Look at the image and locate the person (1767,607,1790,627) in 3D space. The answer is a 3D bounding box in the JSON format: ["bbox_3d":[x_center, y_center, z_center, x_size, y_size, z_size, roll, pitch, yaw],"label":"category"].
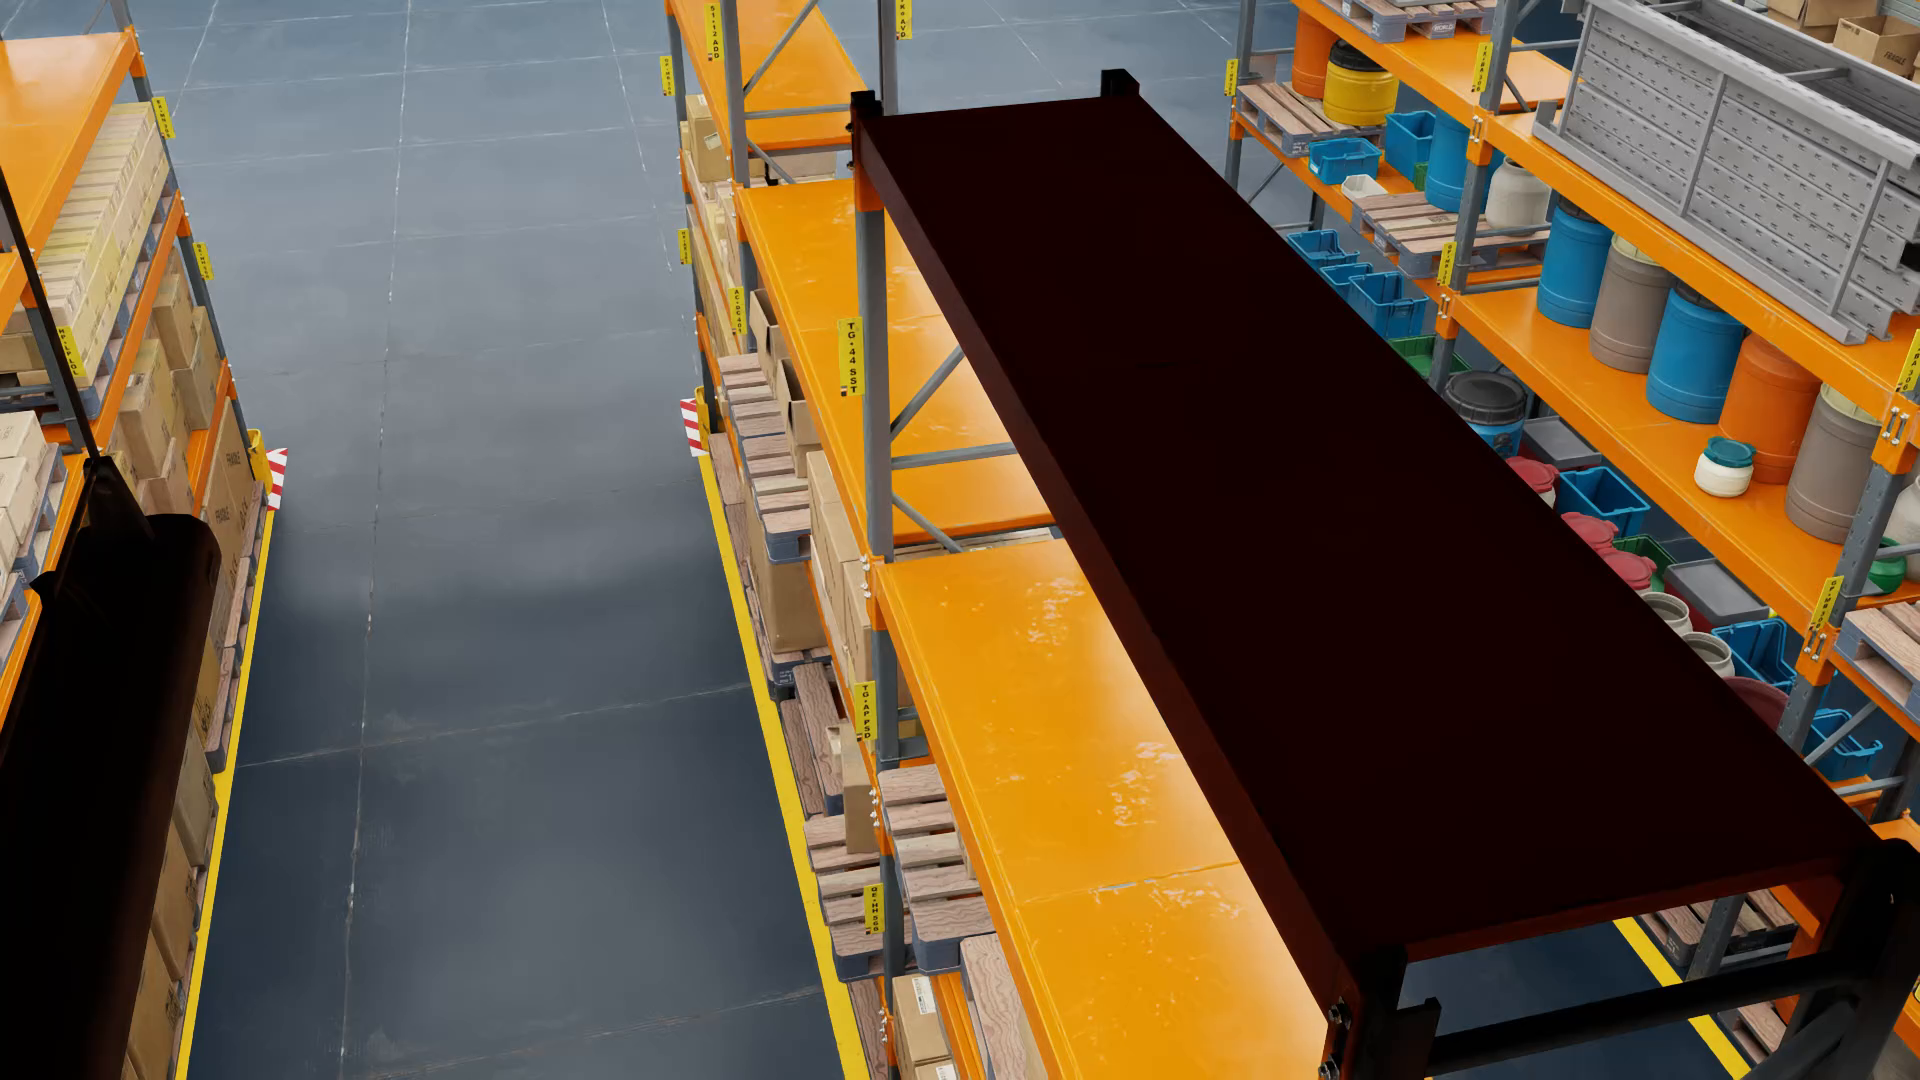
[{"bbox_3d":[5.642,0.416,11.919,0.610,1.722,0.925,-12,36,-17],"label":"person"}]
